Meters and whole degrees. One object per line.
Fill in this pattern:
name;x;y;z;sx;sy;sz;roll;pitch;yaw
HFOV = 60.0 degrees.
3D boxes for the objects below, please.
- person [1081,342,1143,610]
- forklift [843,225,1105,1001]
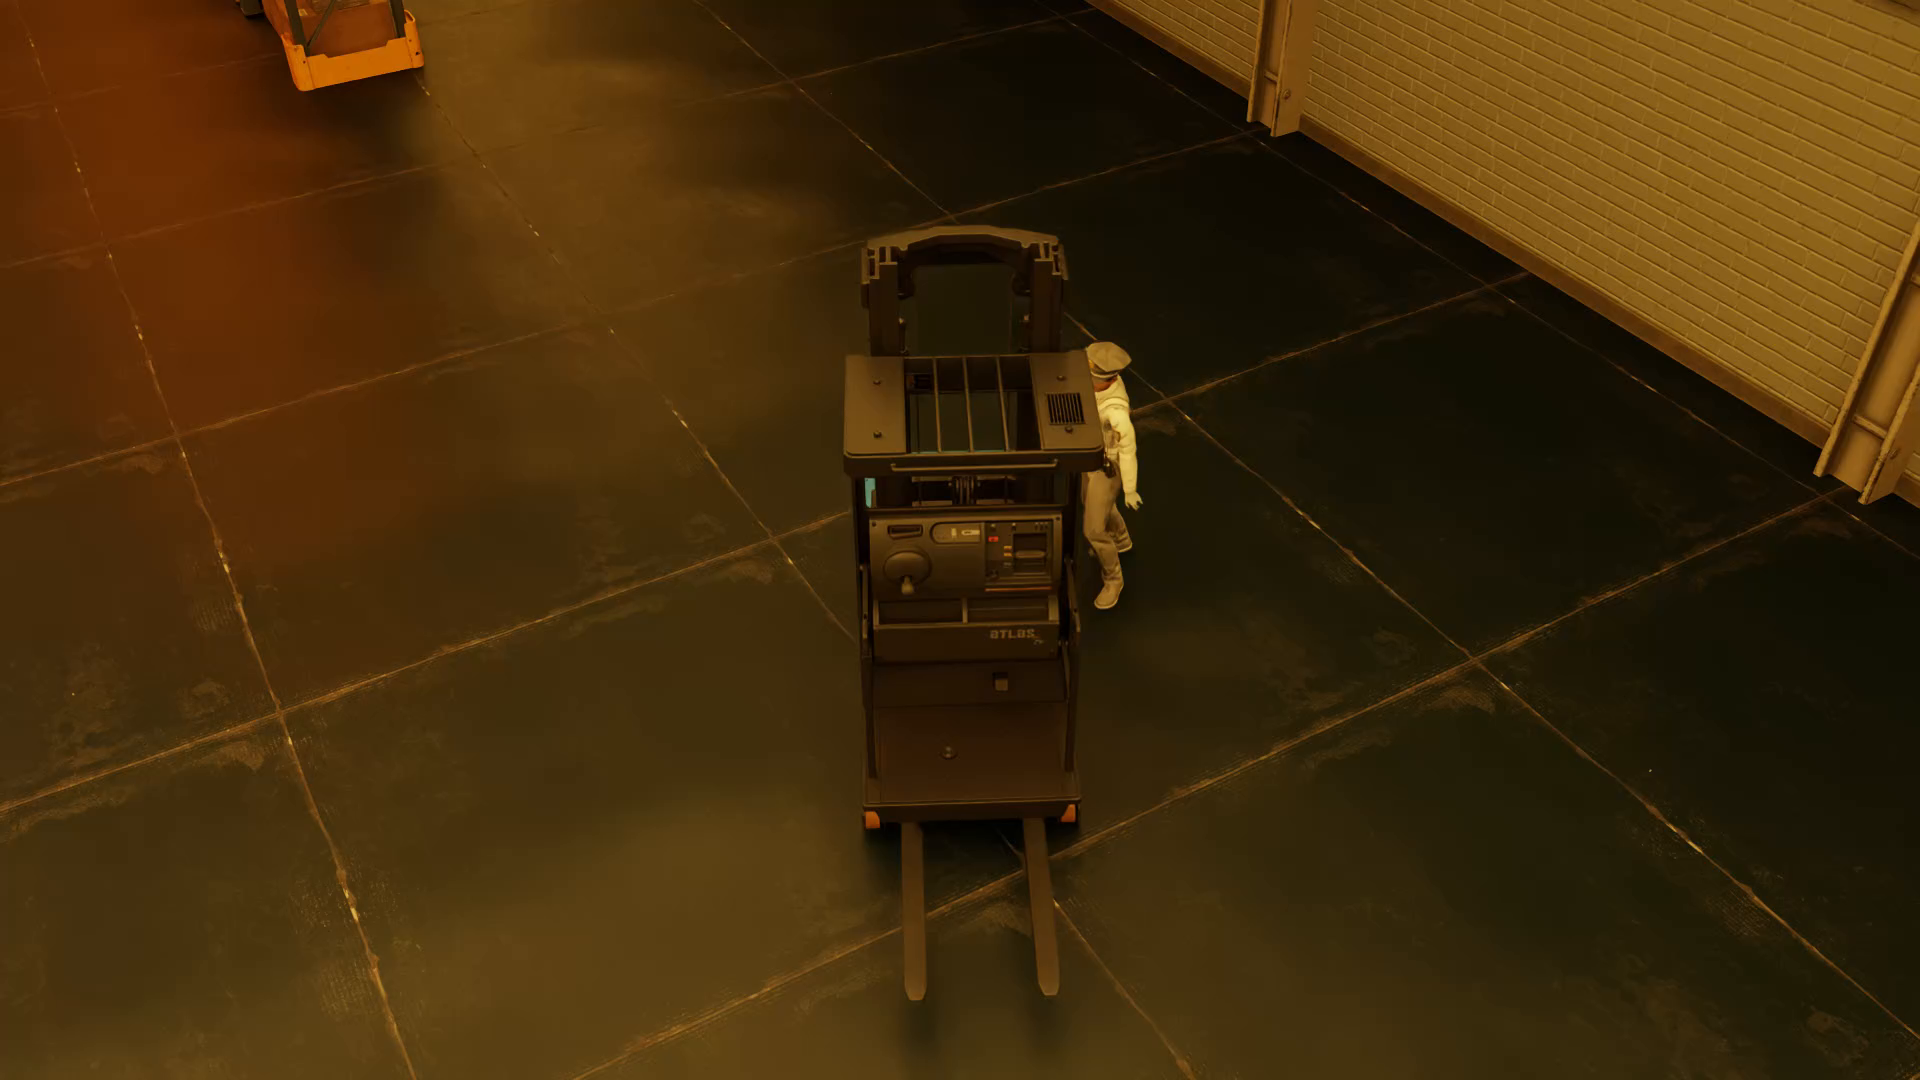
person;0.868;-0.448;9.639;0.422;1.641;0.810;-4;40;-5
forklift;0.041;0.142;7.865;1.130;2.935;3.031;-2;40;-2
